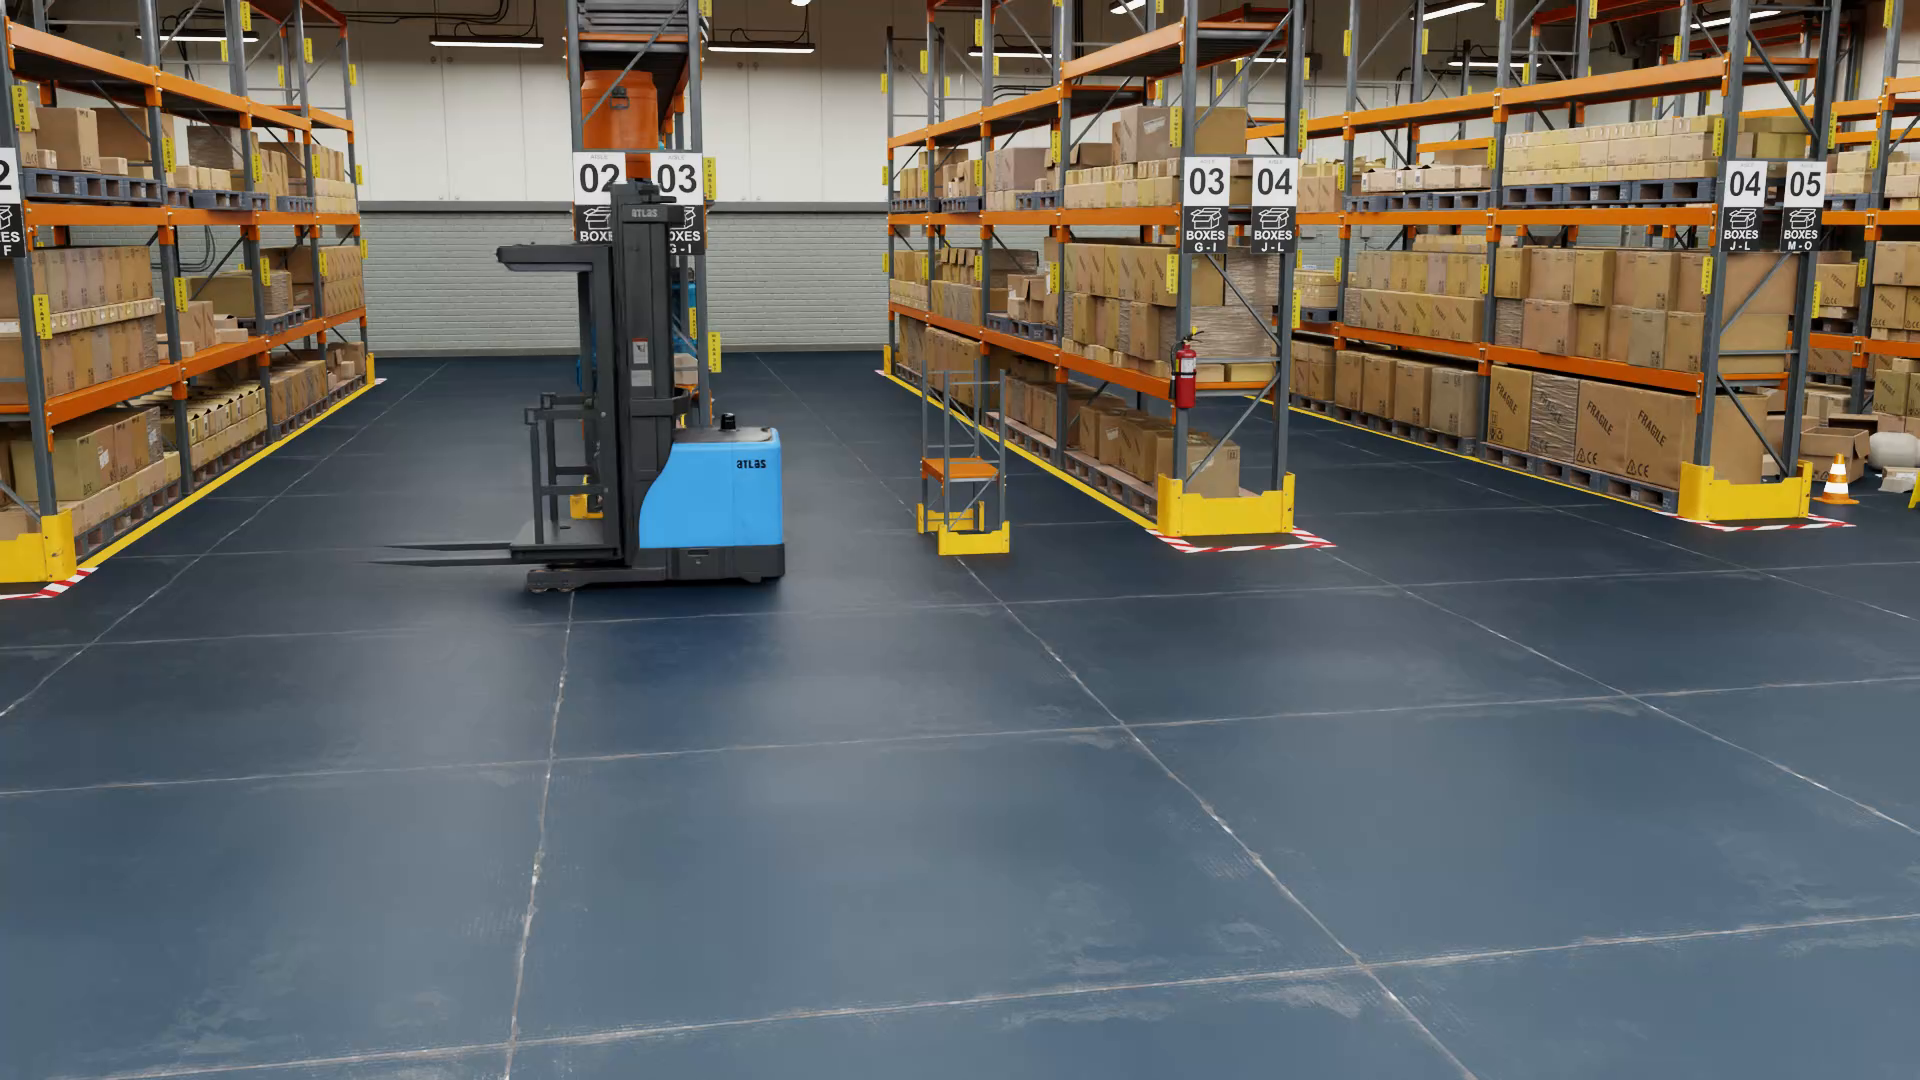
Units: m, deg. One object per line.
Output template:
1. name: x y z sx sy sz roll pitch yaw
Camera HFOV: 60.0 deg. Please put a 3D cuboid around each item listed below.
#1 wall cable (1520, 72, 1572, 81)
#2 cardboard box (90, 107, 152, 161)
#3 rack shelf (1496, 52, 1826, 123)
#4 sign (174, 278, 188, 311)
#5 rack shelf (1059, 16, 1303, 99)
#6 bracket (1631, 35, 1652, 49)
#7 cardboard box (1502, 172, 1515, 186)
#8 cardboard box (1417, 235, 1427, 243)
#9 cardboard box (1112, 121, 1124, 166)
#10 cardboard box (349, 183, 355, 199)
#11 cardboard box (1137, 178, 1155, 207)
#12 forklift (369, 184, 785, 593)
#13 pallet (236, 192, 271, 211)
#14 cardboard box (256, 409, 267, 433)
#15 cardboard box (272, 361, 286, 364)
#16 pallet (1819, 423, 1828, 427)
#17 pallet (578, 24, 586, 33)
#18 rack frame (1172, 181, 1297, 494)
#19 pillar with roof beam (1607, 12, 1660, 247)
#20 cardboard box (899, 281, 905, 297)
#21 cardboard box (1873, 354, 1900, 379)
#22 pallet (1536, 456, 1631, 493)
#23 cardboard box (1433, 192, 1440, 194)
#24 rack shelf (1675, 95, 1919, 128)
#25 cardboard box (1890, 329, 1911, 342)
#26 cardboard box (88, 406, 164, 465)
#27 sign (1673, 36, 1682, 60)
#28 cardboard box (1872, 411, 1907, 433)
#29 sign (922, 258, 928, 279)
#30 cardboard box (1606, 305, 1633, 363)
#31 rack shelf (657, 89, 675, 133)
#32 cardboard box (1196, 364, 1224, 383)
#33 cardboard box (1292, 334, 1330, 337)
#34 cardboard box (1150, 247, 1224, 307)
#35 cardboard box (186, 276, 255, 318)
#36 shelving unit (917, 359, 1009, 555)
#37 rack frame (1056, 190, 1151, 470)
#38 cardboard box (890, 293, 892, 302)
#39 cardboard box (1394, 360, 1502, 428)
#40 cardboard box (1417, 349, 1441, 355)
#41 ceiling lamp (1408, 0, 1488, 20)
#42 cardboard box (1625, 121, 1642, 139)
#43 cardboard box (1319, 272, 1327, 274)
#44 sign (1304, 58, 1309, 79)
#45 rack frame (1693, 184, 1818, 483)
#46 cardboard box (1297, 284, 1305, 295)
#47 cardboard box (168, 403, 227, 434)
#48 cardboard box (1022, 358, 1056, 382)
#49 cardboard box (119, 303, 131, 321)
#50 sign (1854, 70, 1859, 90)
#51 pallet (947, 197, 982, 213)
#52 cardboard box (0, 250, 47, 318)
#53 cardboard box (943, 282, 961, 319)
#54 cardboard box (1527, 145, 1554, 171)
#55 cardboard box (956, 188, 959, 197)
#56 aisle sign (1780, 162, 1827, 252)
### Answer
1. wall cable: 13.976 -11.776 37.124 2.988 3.039 0.133 -2 11 -11
2. cardboard box: -8.236 -4.002 16.450 0.500 0.500 0.500 -2 11 -10
3. rack shelf: 6.837 -4.465 16.580 1.077 0.370 4.000 -2 11 -11
4. sign: -7.611 -2.397 16.243 0.100 0.325 0.005 -2 11 -11
5. rack shelf: 1.952 -4.498 15.692 1.077 0.370 4.000 -2 11 -11
6. bracket: 13.910 -10.168 33.927 0.235 0.232 0.430 -2 11 -11
7. cardboard box: 6.185 -3.961 18.242 0.380 0.149 0.250 -2 11 -12
8. cardboard box: 8.747 -5.617 31.011 0.380 0.149 0.250 -2 11 -10
9. cardboard box: 1.901 -4.113 17.364 0.500 0.500 0.500 -2 11 -13
10. cardboard box: -10.139 -5.674 27.028 0.500 0.250 0.500 -2 11 -11
11. cardboard box: 1.898 -3.109 14.889 0.500 0.250 0.500 -2 11 -11
12. forklift: -2.869 -1.159 12.446 3.031 2.935 1.130 -1 11 -7
13. pallet: -8.713 -3.906 19.179 1.213 0.211 1.003 -2 11 -8
14. cardboard box: -8.591 -1.414 19.836 0.500 0.250 0.500 -2 11 -10
15. cardboard box: -9.856 -2.271 23.613 0.500 0.500 0.500 -3 11 -14
16. pallet: 11.131 -1.406 21.017 1.003 0.211 1.213 -2 11 -11
17. pallet: -2.867 -4.376 14.694 1.003 0.211 1.213 -2 11 -11
18. rack frame: 2.341 -1.539 14.259 1.000 3.000 0.127 -2 11 -11
19. pillar with roof beam: 9.955 -8.333 33.909 9.100 9.000 0.548 -2 11 -11
20. cardboard box: -0.740 -4.260 28.164 0.500 0.250 0.500 -2 11 -13
21. cardboard box: 14.890 -2.784 26.362 0.500 0.500 0.500 -2 11 -9
22. pallet: 6.760 -0.698 17.298 1.003 0.211 1.213 -2 11 -11
23. cardboard box: 9.126 -6.410 30.838 0.500 0.250 0.500 -3 11 -16
24. rack shelf: 10.895 -5.397 21.477 1.077 0.370 4.000 -2 11 -11
25. cardboard box: 11.131 -2.395 19.432 0.380 0.149 0.250 -2 11 -9
26. cardboard box: -7.764 -0.968 15.482 0.500 0.500 0.500 -2 11 -11
27. sign: 9.962 -6.829 23.088 0.100 0.325 0.005 -2 11 -11
28. cardboard box: 11.134 -1.370 19.604 0.500 0.250 0.500 -3 11 -14
29. sign: -0.537 -4.183 25.626 0.100 0.325 0.005 -2 11 -11
30. cardboard box: 6.995 -2.048 16.533 0.875 0.550 0.550 -2 11 -11
31. rack shelf: -3.684 -4.856 18.638 1.077 0.370 4.000 -2 11 -11
32. cardboard box: 2.083 -1.460 14.517 0.380 0.149 0.250 -2 11 -11
33. cardboard box: 5.372 -3.026 25.629 0.500 0.250 0.500 -2 11 -8
34. cardboard box: 1.992 -2.317 14.611 0.500 0.500 0.500 -2 11 -11
35. cardboard box: -9.166 -3.013 20.615 0.700 0.500 0.500 -6 12 -30
36. shelving unit: 0.015 -0.723 13.983 0.587 1.500 1.083 -2 11 -11
37. rack frame: 1.563 -2.272 18.113 1.000 3.000 0.127 -2 11 -11
38. cardboard box: -1.025 -4.273 29.295 0.380 0.149 0.250 -2 11 -10
39. cardboard box: 6.055 -1.823 20.646 1.050 0.750 0.750 -2 11 -11
40. cardboard box: 9.176 -3.664 31.153 0.875 0.438 0.875 -3 11 -13
41. ceiling lamp: 7.748 -9.682 25.387 0.800 3.185 2.000 -2 11 -11
42. cardboard box: 6.632 -3.933 15.966 0.380 0.149 0.250 -2 11 -11
43. cardboard box: 5.513 -3.876 24.495 0.380 0.149 0.250 -2 11 -9
44. sign: 5.435 -7.406 26.121 0.100 0.325 0.005 -2 11 -11
45. rack frame: 7.226 -1.701 15.109 1.000 3.000 0.127 -2 11 -11
46. cardboard box: 5.020 -3.568 23.673 0.380 0.149 0.250 -2 11 -10
47. cardboard box: -8.185 -1.316 17.817 0.500 0.311 0.500 -2 11 -13
48. cardboard box: 1.058 -2.144 20.941 0.500 0.250 0.500 -1 11 -5
49. cardboard box: -7.696 -2.052 14.952 0.380 0.149 0.250 -2 11 -11
50. sign: 15.139 -7.786 28.116 0.100 0.325 0.005 -2 11 -11
51. pallet: 0.388 -4.708 23.392 1.003 0.211 1.213 -2 11 -8
52. cardboard box: -7.465 -1.961 12.742 0.700 0.500 0.500 -2 11 -11
53. cardboard box: 0.047 -3.511 24.355 0.500 0.500 0.500 -2 11 -12
54. cardboard box: 6.368 -4.043 17.610 0.500 0.250 0.500 -2 11 -11
55. cardboard box: 0.150 -5.018 24.062 0.380 0.149 0.250 -3 11 -13
56. aisle sign: 7.534 -2.976 14.855 0.394 0.787 0.004 -2 11 -11
